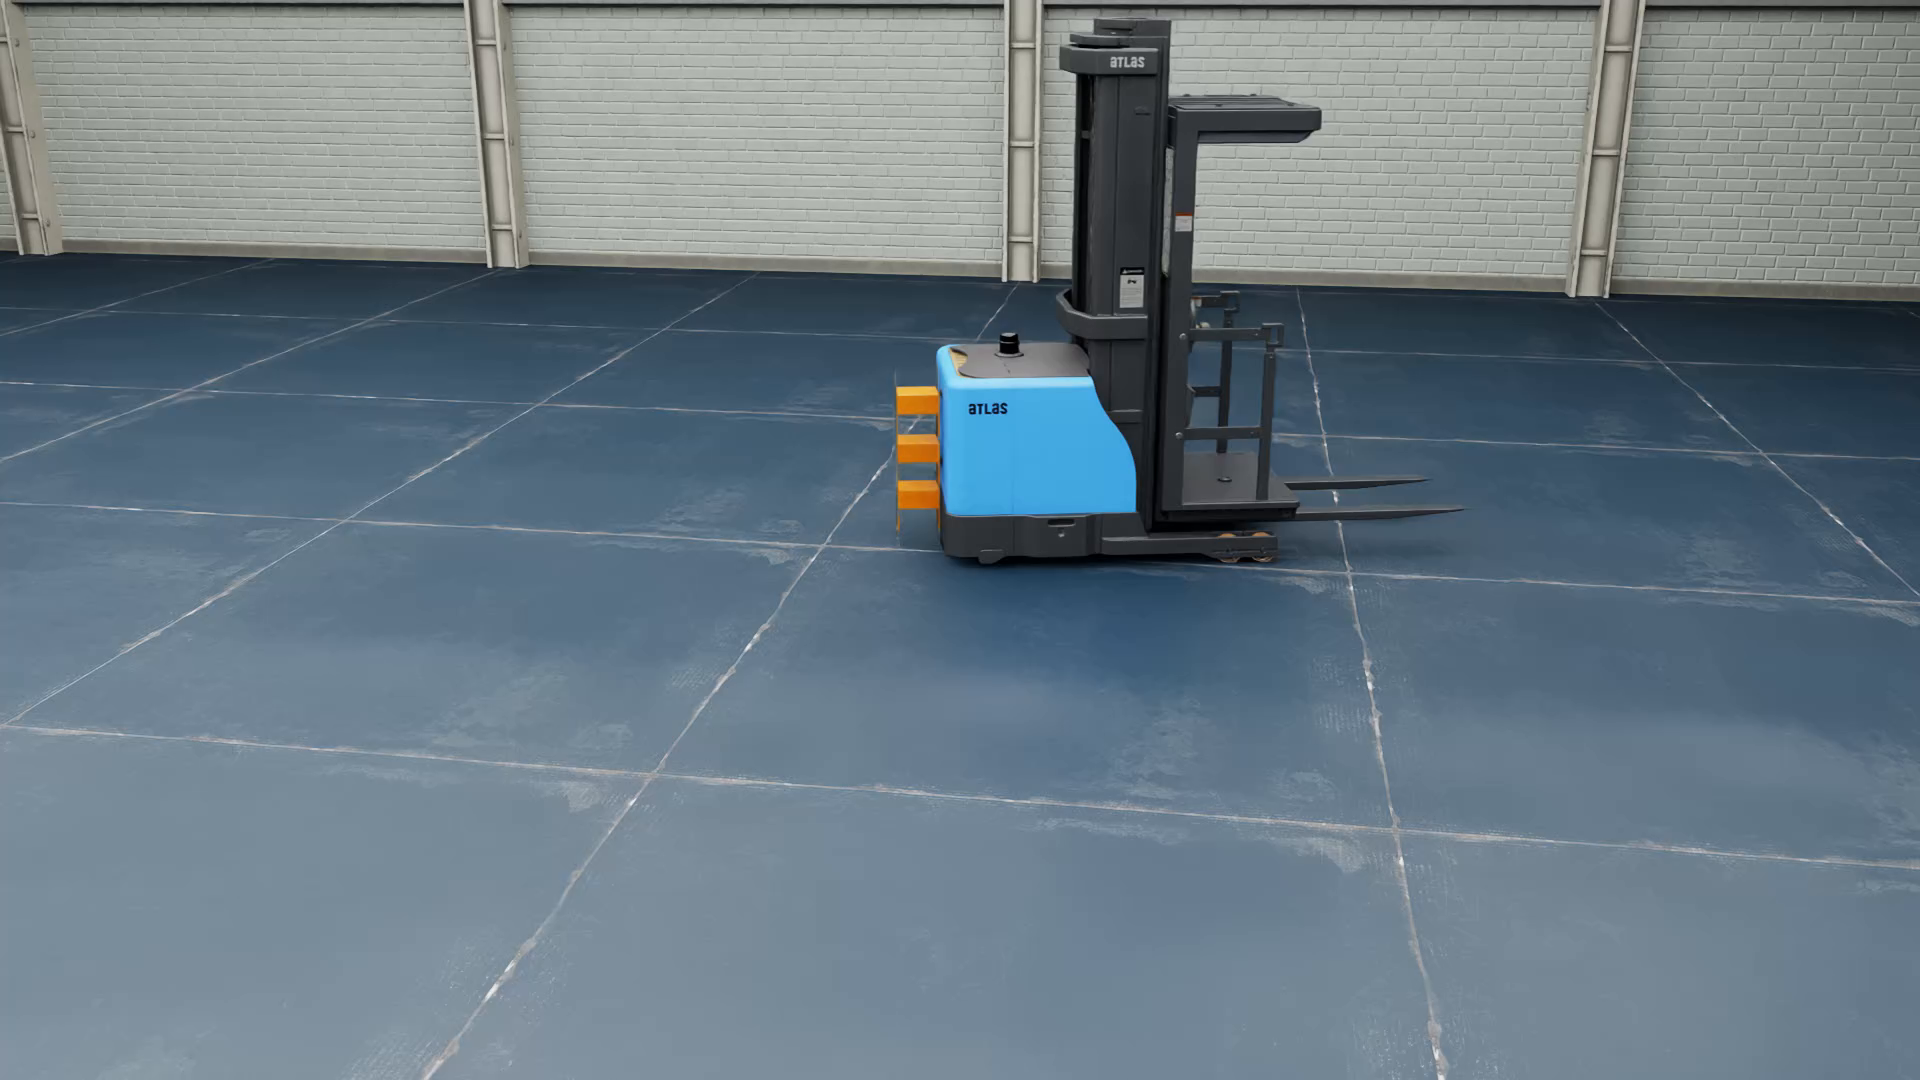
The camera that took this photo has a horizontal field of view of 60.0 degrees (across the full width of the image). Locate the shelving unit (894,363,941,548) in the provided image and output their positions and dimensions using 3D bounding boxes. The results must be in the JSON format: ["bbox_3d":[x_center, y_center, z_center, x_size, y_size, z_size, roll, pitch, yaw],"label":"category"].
[{"bbox_3d":[-0.245,-0.485,9.598,0.252,1.050,0.215,-1,19,-4],"label":"shelving unit"}]

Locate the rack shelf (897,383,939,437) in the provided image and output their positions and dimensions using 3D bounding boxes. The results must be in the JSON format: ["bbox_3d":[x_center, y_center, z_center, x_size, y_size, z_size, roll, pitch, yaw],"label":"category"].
[{"bbox_3d":[-0.245,-0.744,9.511,0.240,0.259,0.215,-1,19,-4],"label":"rack shelf"}]

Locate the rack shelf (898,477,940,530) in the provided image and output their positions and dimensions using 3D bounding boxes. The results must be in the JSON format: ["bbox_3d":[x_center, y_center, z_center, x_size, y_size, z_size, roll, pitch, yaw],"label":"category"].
[{"bbox_3d":[-0.245,-0.211,9.689,0.240,0.259,0.215,-1,19,-4],"label":"rack shelf"}]

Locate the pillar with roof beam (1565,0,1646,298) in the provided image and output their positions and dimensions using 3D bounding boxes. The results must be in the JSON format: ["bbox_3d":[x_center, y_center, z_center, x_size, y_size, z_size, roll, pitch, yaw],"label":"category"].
[{"bbox_3d":[5.921,-5.503,12.069,0.400,9.000,9.100,3,19,9],"label":"pillar with roof beam"}]

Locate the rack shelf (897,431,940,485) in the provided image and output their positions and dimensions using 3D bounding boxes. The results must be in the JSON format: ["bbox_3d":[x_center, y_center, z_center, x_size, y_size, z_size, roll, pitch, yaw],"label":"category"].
[{"bbox_3d":[-0.245,-0.475,9.601,0.240,0.259,0.215,-1,19,-4],"label":"rack shelf"}]

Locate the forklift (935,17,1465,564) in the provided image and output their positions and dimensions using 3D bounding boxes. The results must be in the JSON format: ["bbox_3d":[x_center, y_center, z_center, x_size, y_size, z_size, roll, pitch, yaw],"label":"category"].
[{"bbox_3d":[1.393,-1.425,9.444,3.031,2.935,1.130,-1,19,-4],"label":"forklift"}]

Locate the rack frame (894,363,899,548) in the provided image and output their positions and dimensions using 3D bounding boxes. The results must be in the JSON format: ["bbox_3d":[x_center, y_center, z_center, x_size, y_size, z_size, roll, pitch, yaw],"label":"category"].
[{"bbox_3d":[-0.367,-0.482,9.589,0.008,1.050,0.200,-1,19,-4],"label":"rack frame"}]

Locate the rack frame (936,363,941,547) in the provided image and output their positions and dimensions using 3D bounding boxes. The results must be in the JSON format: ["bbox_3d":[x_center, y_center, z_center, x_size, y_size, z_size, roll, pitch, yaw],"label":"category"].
[{"bbox_3d":[-0.123,-0.488,9.607,0.008,1.050,0.200,-1,19,-4],"label":"rack frame"}]

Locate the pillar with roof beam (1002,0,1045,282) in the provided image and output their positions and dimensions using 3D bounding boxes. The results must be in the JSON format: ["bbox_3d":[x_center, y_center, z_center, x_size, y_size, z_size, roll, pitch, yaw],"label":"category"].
[{"bbox_3d":[-0.003,-5.805,12.971,0.400,9.000,9.100,3,19,9],"label":"pillar with roof beam"}]

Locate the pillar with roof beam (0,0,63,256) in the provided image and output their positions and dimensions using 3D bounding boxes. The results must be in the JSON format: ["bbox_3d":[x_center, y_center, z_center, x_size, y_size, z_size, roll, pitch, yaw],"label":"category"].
[{"bbox_3d":[-11.851,-6.409,14.776,0.400,9.000,9.100,3,19,9],"label":"pillar with roof beam"}]

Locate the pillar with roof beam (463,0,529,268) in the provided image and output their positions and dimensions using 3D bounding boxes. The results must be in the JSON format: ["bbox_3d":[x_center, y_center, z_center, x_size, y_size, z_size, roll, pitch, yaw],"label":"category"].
[{"bbox_3d":[-5.927,-6.107,13.874,0.400,9.000,9.100,3,19,9],"label":"pillar with roof beam"}]
